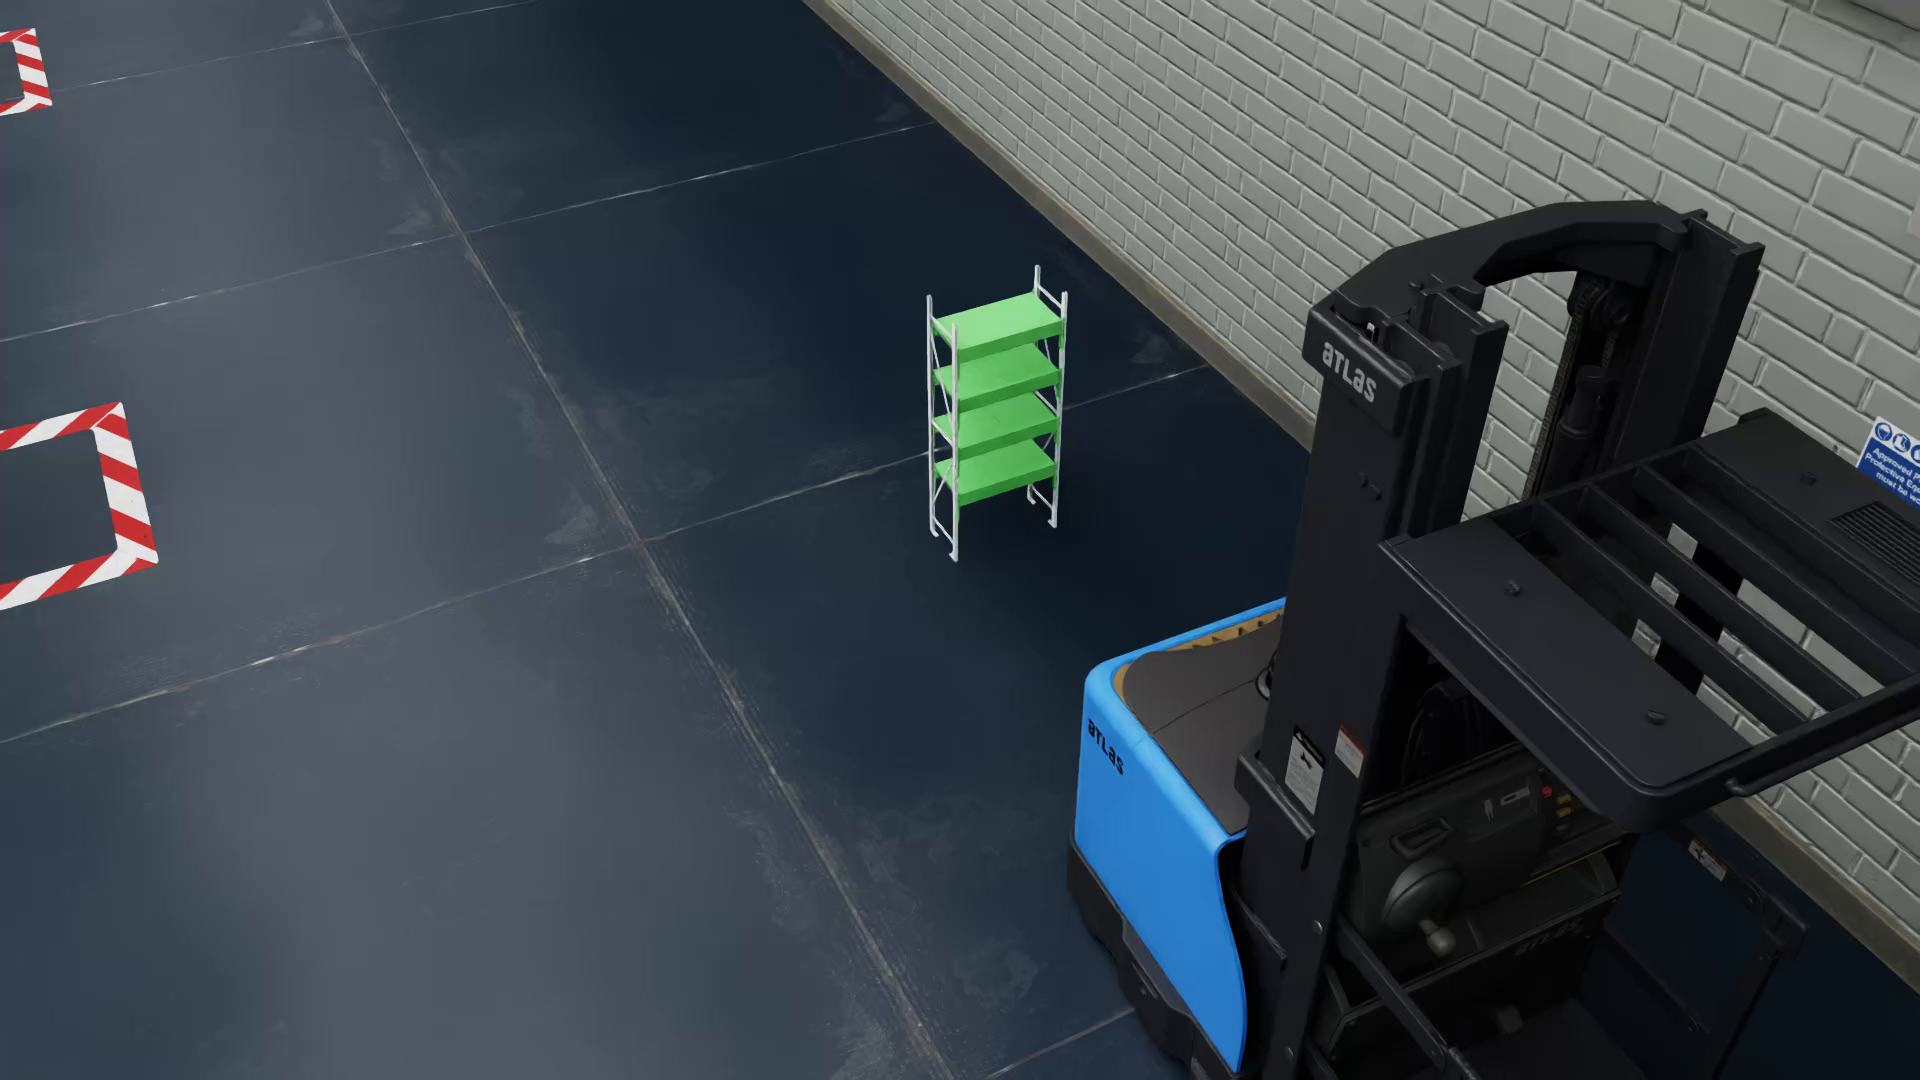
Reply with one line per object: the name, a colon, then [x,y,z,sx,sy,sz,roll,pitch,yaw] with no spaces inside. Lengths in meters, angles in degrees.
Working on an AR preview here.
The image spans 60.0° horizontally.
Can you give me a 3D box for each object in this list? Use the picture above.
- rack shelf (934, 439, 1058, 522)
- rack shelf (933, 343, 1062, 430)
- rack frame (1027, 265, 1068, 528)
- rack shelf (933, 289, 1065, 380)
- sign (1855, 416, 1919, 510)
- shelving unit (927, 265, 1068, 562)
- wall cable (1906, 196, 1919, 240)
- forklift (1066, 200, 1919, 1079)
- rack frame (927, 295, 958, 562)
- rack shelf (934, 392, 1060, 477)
rack shelf: [0.147,-0.275,7.117,0.480,0.148,0.258,-19,44,-21]
rack shelf: [0.147,-0.642,6.807,0.480,0.148,0.258,-19,44,-21]
rack frame: [0.363,-0.580,7.007,0.015,1.200,0.240,-19,44,-21]
rack shelf: [0.147,-0.825,6.652,0.480,0.148,0.258,-19,44,-21]
sign: [2.832,-0.198,4.953,0.001,0.218,0.327,-19,44,-21]
shelving unit: [0.147,-0.507,6.921,0.503,1.200,0.258,-19,44,-21]
wall cable: [2.800,-0.449,4.648,0.123,1.953,0.585,-19,44,-21]
forklift: [1.471,0.813,4.021,1.130,2.935,3.031,-18,43,-20]
rack frame: [-0.070,-0.435,6.835,0.015,1.200,0.240,-19,44,-21]
rack shelf: [0.147,-0.459,6.962,0.480,0.148,0.258,-19,44,-21]
